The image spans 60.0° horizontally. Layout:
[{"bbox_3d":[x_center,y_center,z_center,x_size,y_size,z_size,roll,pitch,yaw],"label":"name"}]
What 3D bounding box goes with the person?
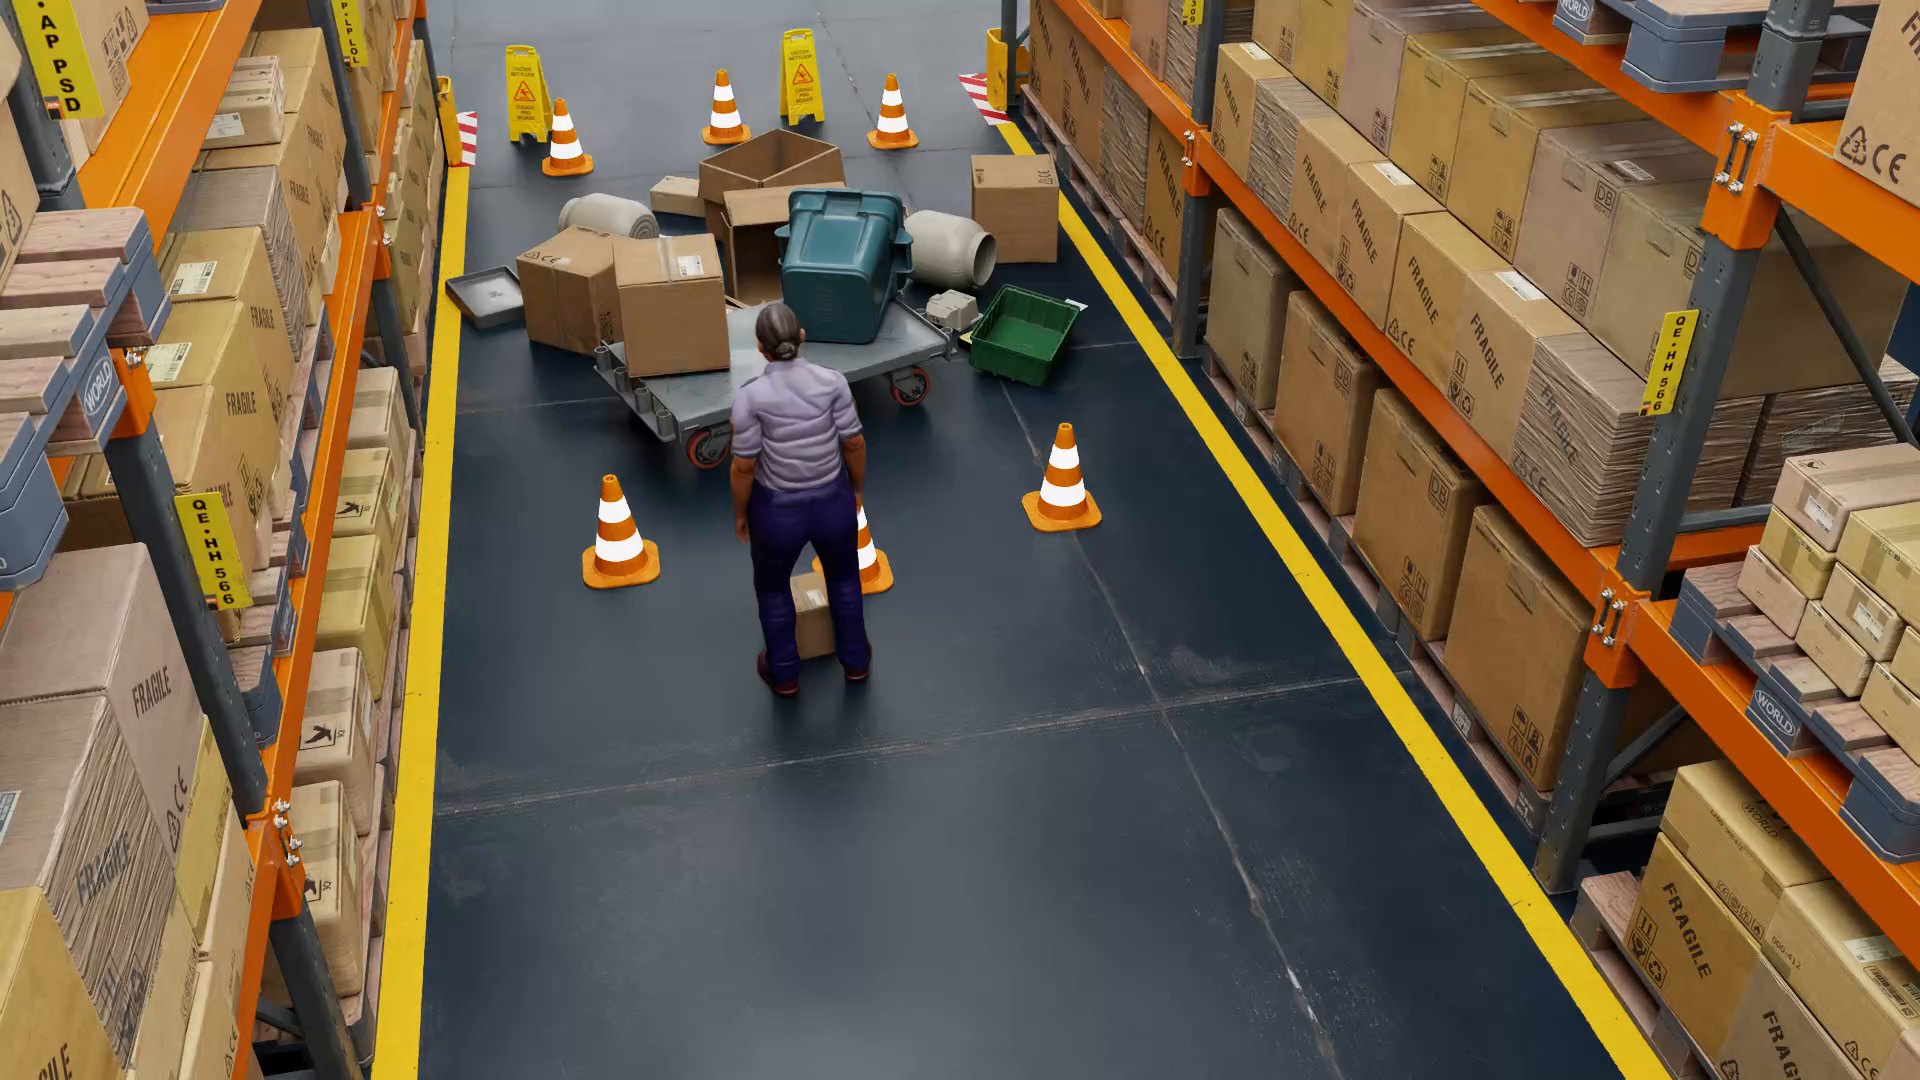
[{"bbox_3d":[-0.600,-0.126,6.334,0.547,1.650,0.374,-11,36,-15],"label":"person"}]
